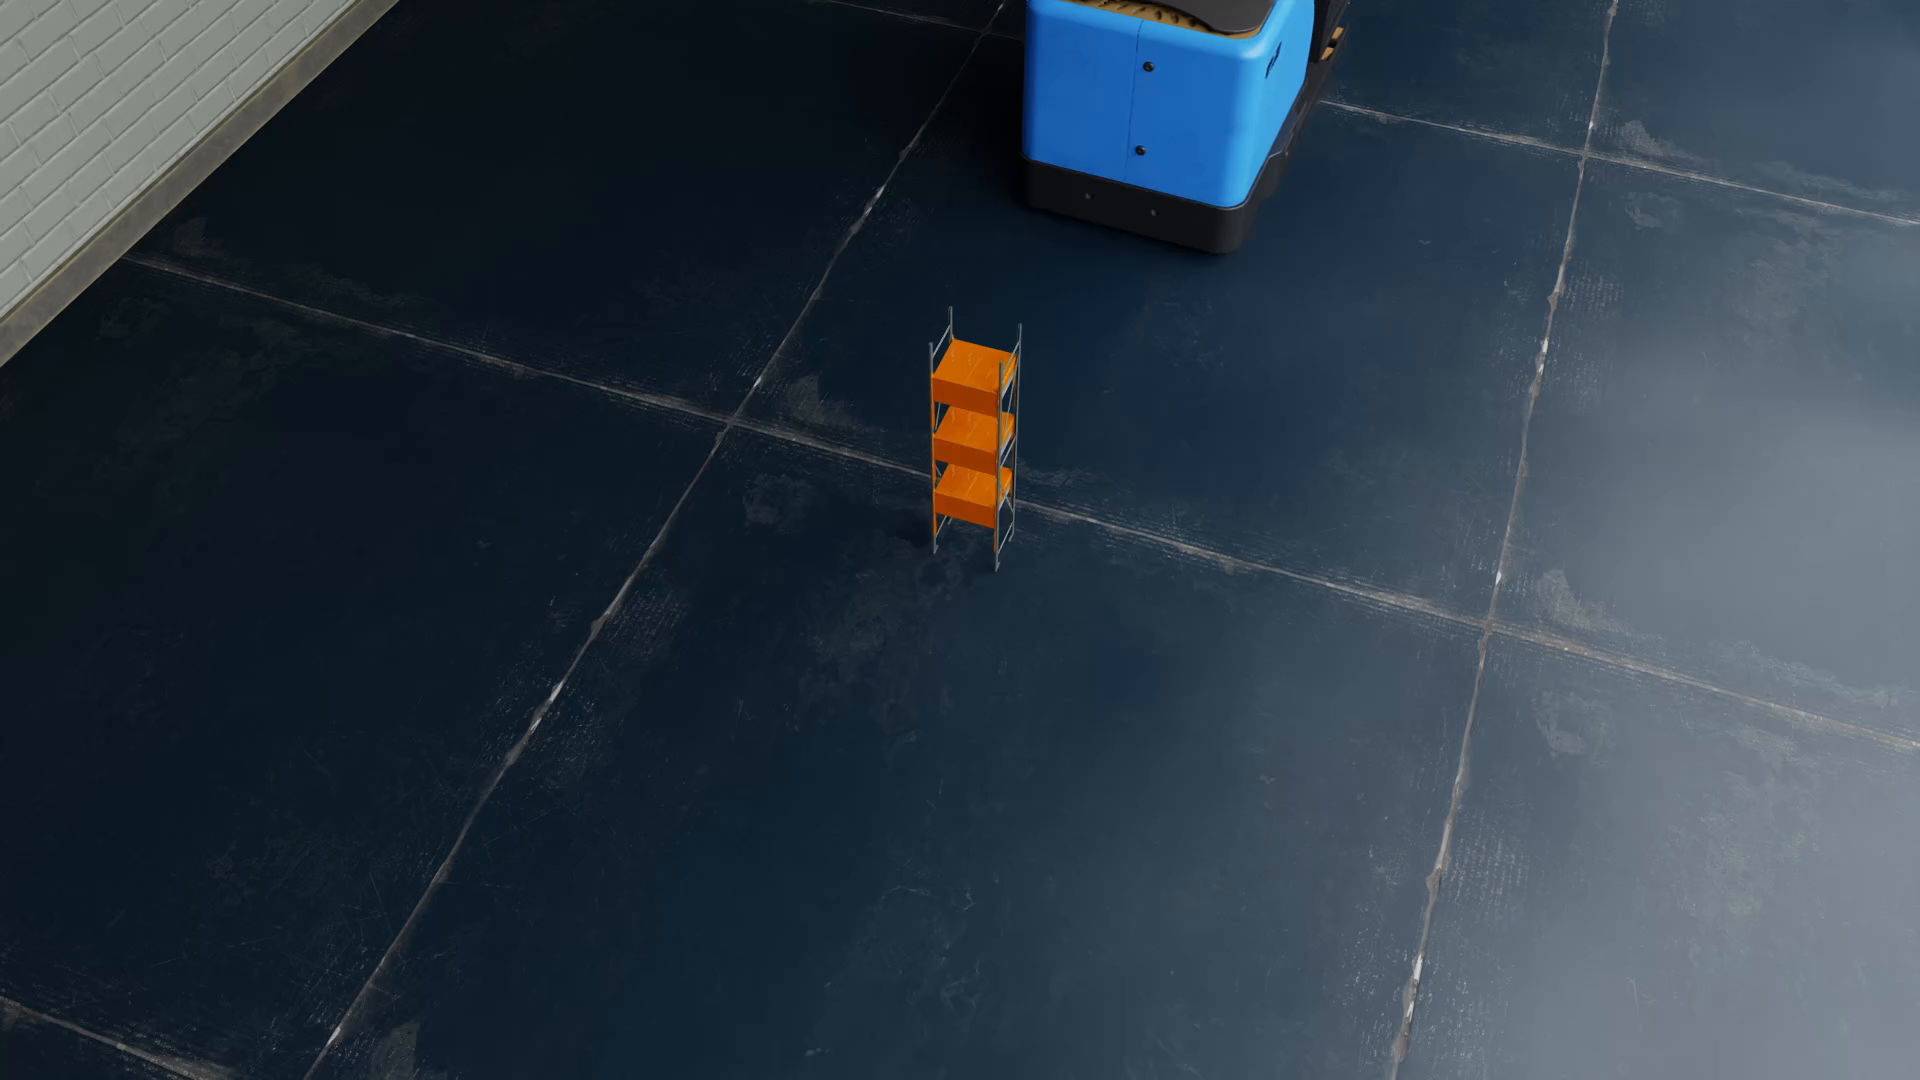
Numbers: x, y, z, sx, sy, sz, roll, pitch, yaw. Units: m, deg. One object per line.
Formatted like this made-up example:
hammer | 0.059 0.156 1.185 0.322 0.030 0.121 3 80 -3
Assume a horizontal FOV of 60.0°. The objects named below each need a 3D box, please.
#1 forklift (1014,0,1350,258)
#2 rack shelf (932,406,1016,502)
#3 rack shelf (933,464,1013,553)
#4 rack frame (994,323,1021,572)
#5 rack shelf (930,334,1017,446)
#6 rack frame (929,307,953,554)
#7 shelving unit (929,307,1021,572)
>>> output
forklift | 1.279 -3.318 7.186 1.130 2.935 3.031 18 51 15
rack shelf | 0.050 -0.323 5.849 0.240 0.259 0.215 16 51 13
rack shelf | 0.050 -0.141 6.059 0.240 0.259 0.215 16 51 13
rack frame | 0.165 -0.298 5.813 0.008 1.050 0.200 16 51 13
rack shelf | 0.050 -0.509 5.635 0.240 0.259 0.215 16 51 13
rack frame | -0.064 -0.362 5.869 0.008 1.050 0.200 16 51 13
shelving unit | 0.050 -0.330 5.841 0.252 1.050 0.215 16 51 13
